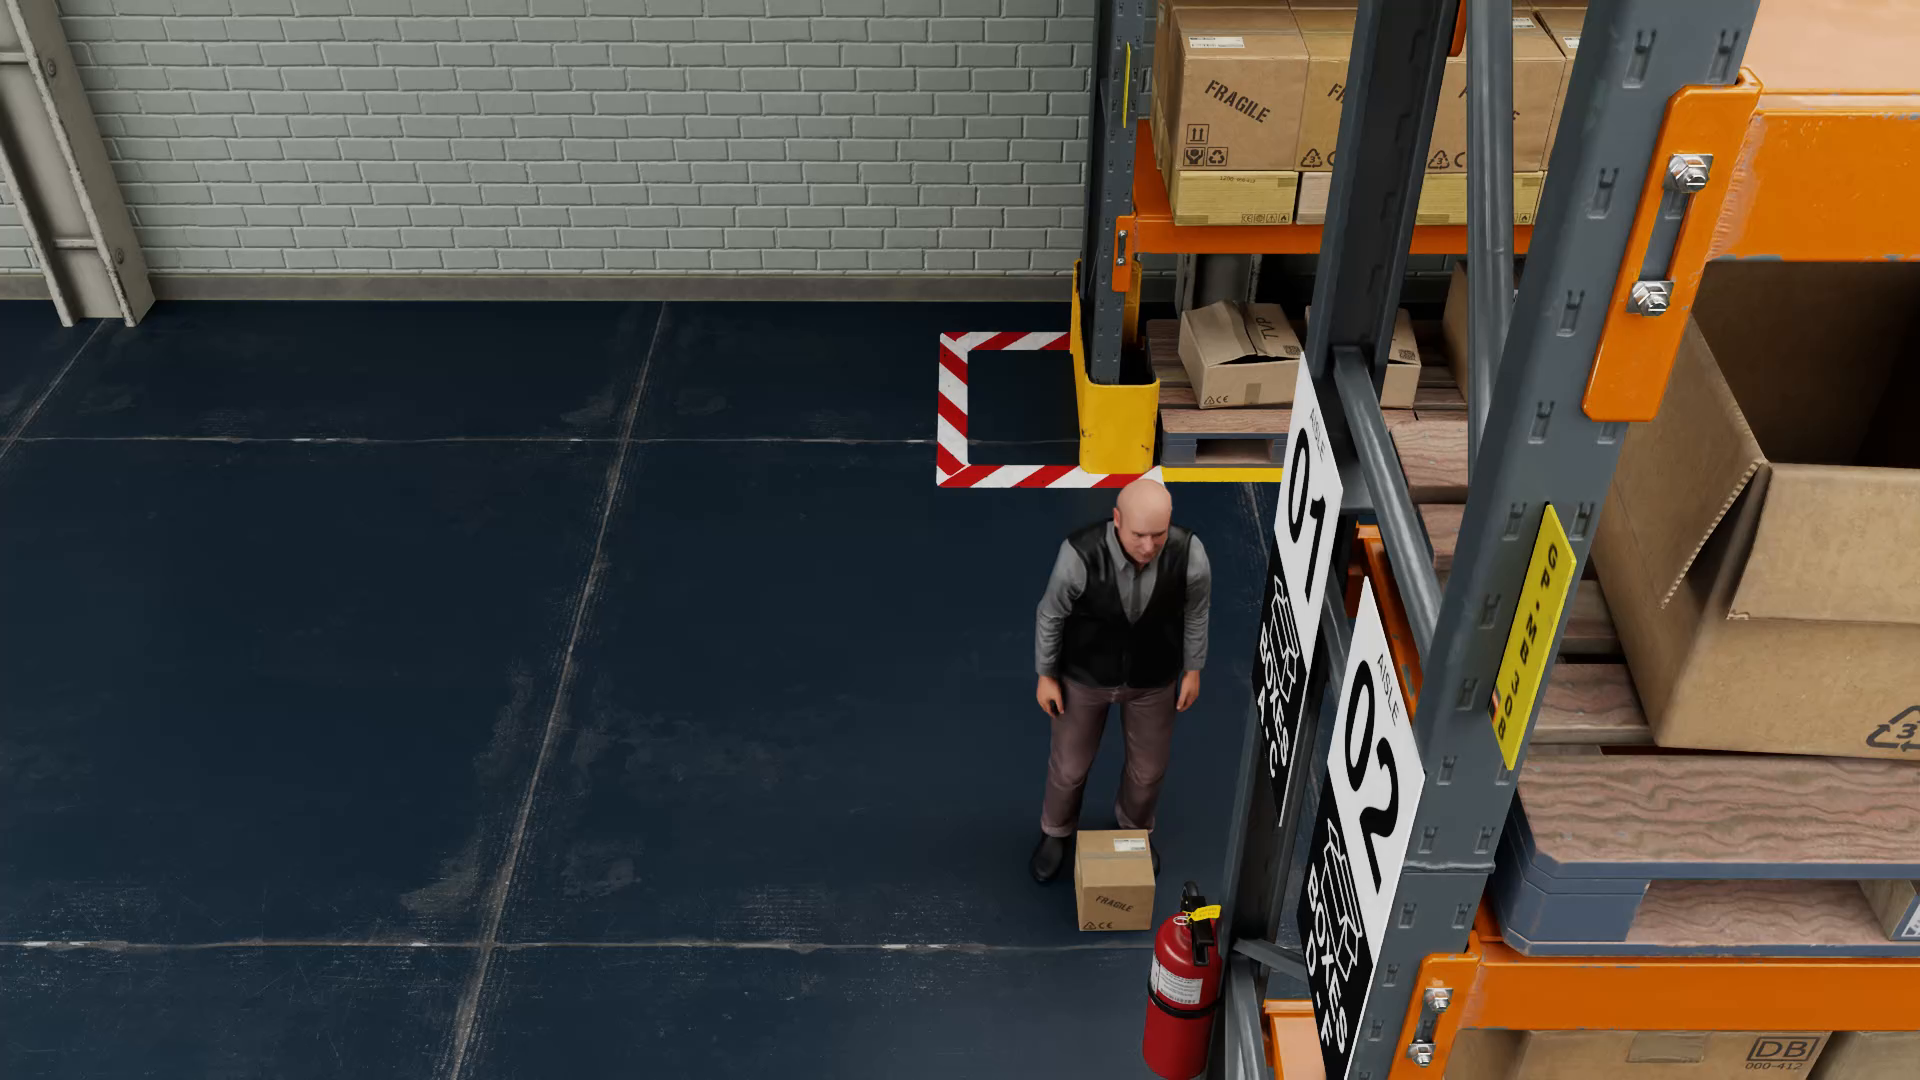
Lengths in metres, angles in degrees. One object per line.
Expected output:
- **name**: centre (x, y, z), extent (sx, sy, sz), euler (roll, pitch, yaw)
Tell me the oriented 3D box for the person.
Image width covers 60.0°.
- **person**: centre (0.537, 0.453, 5.622), extent (0.581, 1.719, 0.425), euler (-2, 39, -2)
